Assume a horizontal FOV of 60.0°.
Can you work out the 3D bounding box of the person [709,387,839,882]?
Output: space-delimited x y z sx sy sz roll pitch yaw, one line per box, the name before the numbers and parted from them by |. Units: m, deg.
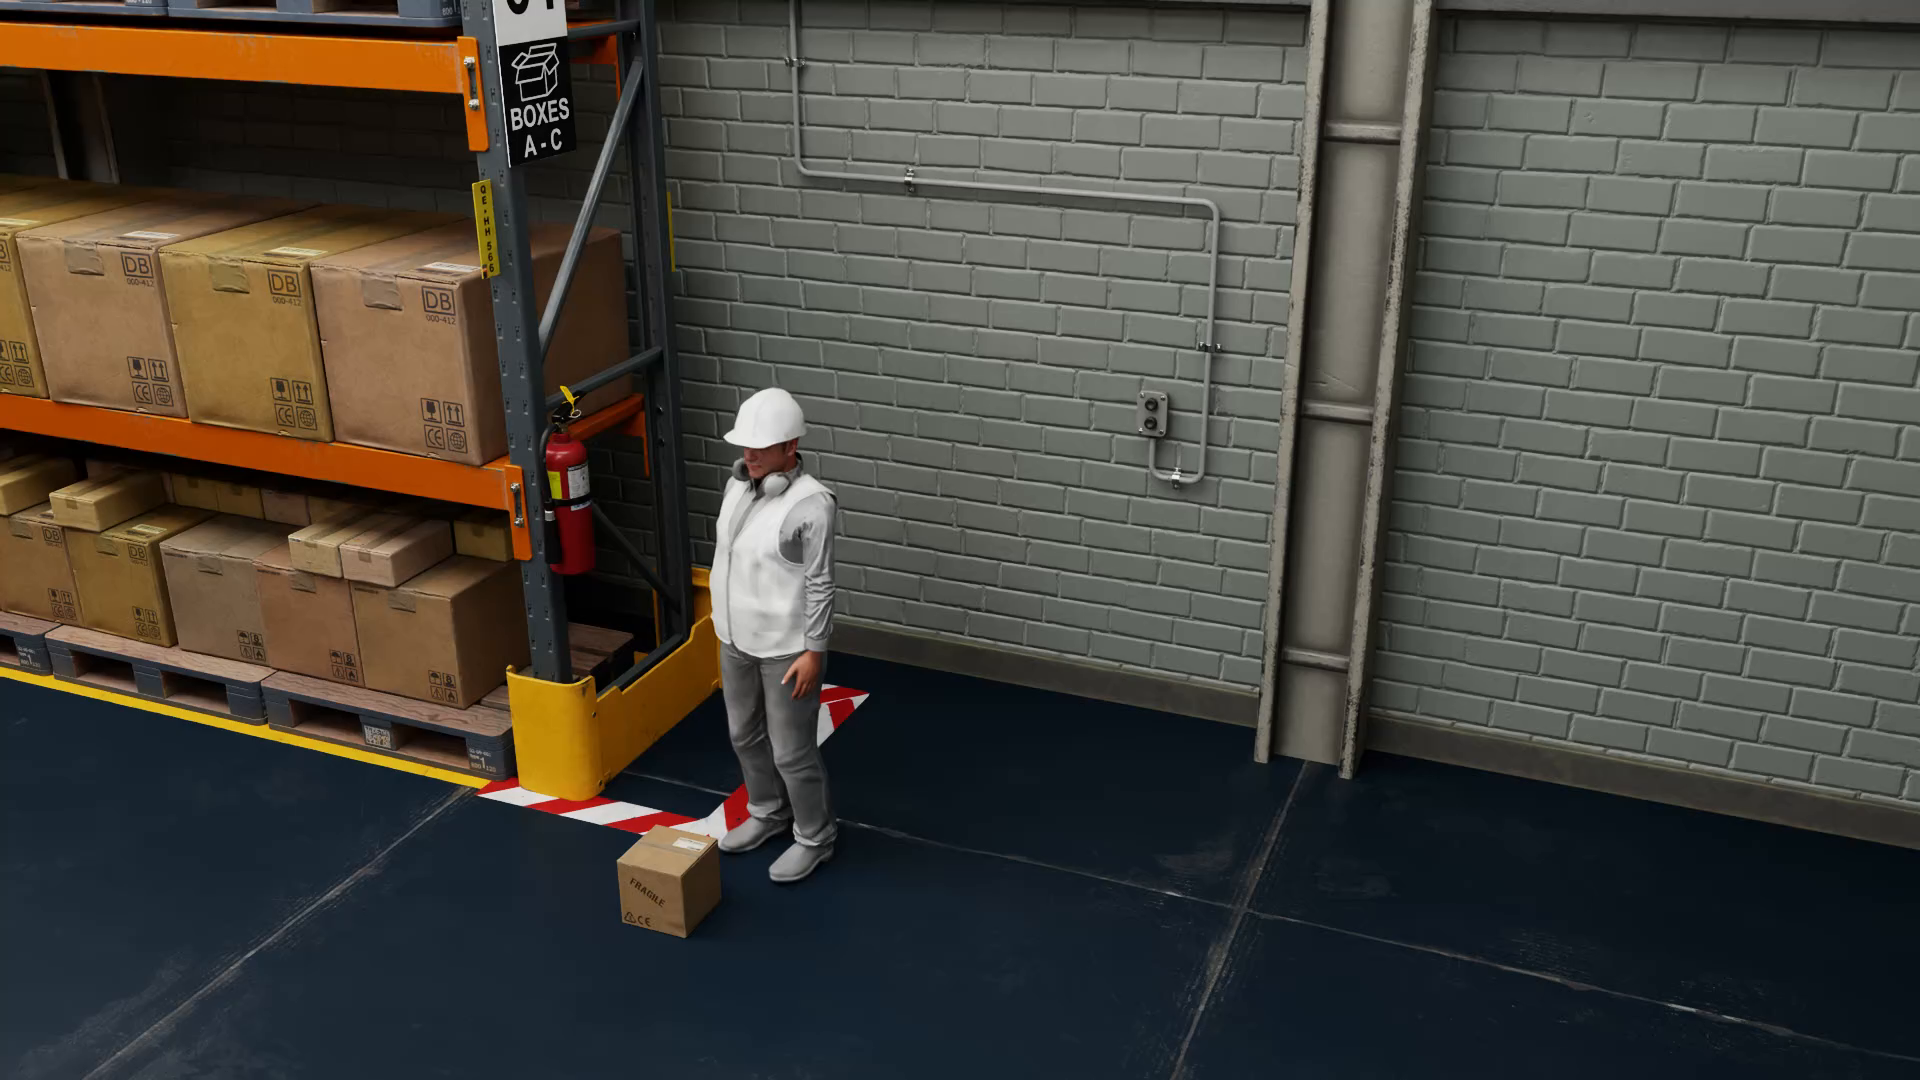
person | -0.640 0.332 5.750 0.533 1.766 0.360 20 30 40
